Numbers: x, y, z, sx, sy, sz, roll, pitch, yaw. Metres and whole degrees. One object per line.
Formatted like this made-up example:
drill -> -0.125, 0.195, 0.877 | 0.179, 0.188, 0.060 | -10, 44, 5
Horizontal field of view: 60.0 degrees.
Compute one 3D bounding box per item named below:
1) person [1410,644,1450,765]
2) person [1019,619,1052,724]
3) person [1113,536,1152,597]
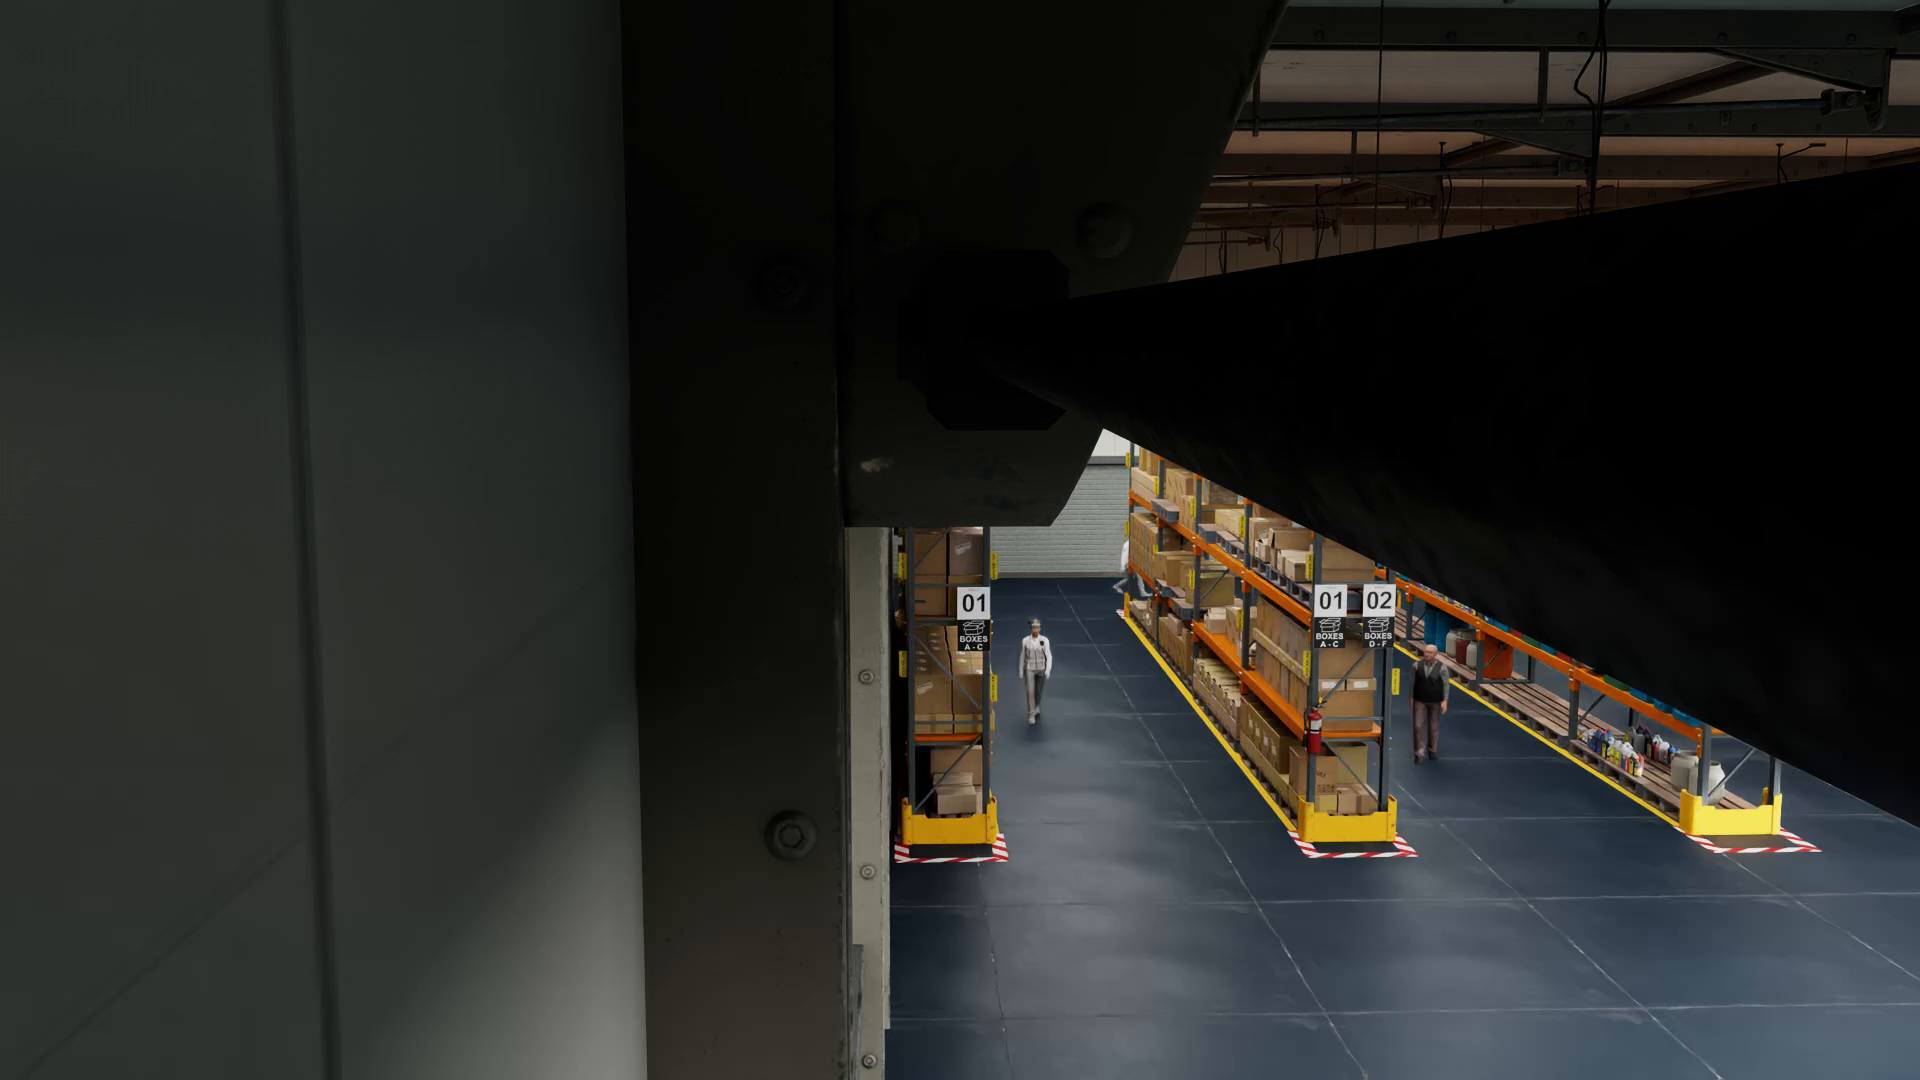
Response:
person -> 6.840, 2.404, 24.234 | 0.570, 1.776, 0.547 | 2, 8, 18
person -> 1.234, 2.076, 26.732 | 0.502, 1.617, 1.038 | -1, 7, -7
person -> 4.058, 0.540, 39.175 | 1.037, 1.546, 0.468 | 4, 8, 28
